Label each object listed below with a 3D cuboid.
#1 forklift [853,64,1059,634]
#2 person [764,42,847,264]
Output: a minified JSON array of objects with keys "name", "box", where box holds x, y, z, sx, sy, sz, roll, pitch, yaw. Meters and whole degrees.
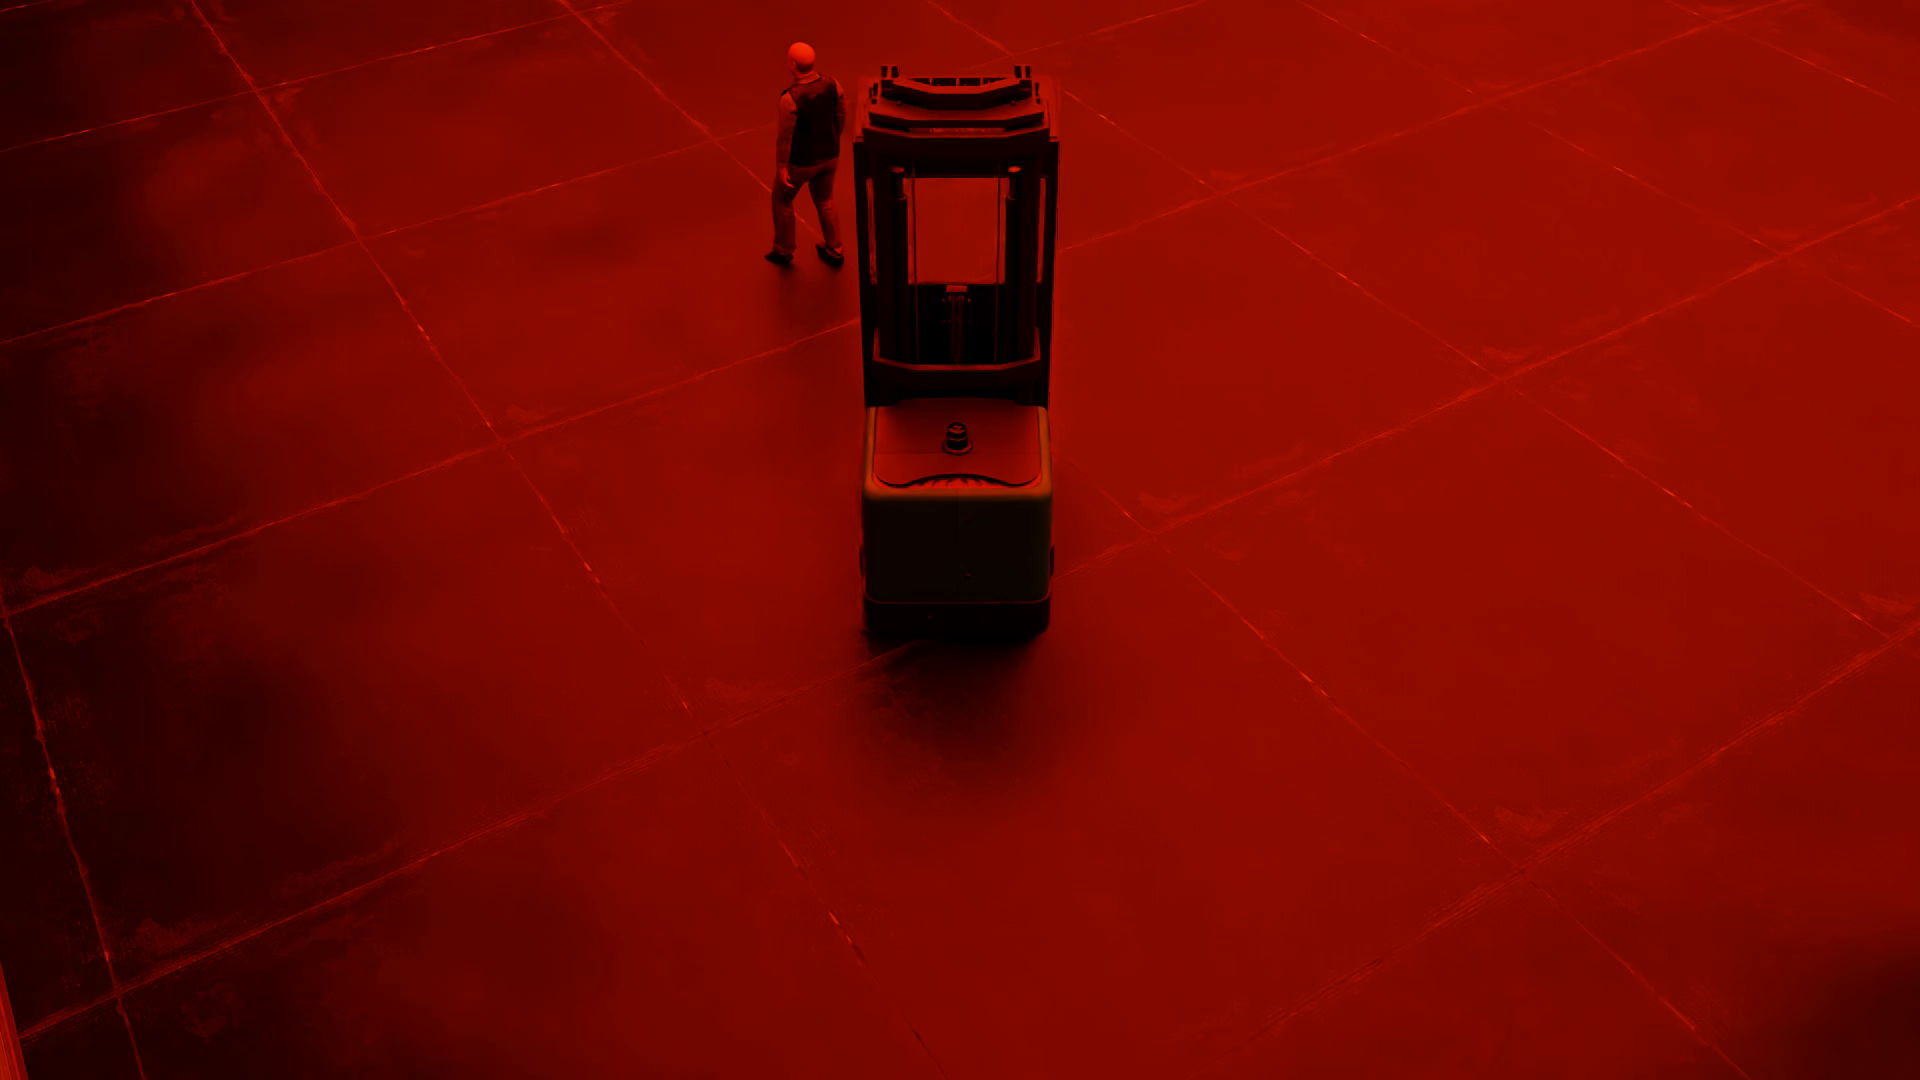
[{"name":"forklift","box":[-0.023,-1.516,9.606,1.130,2.935,3.031,0,41,0]},{"name":"person","box":[-1.125,-2.774,12.020,0.621,1.763,0.535,-29,49,-29]}]
